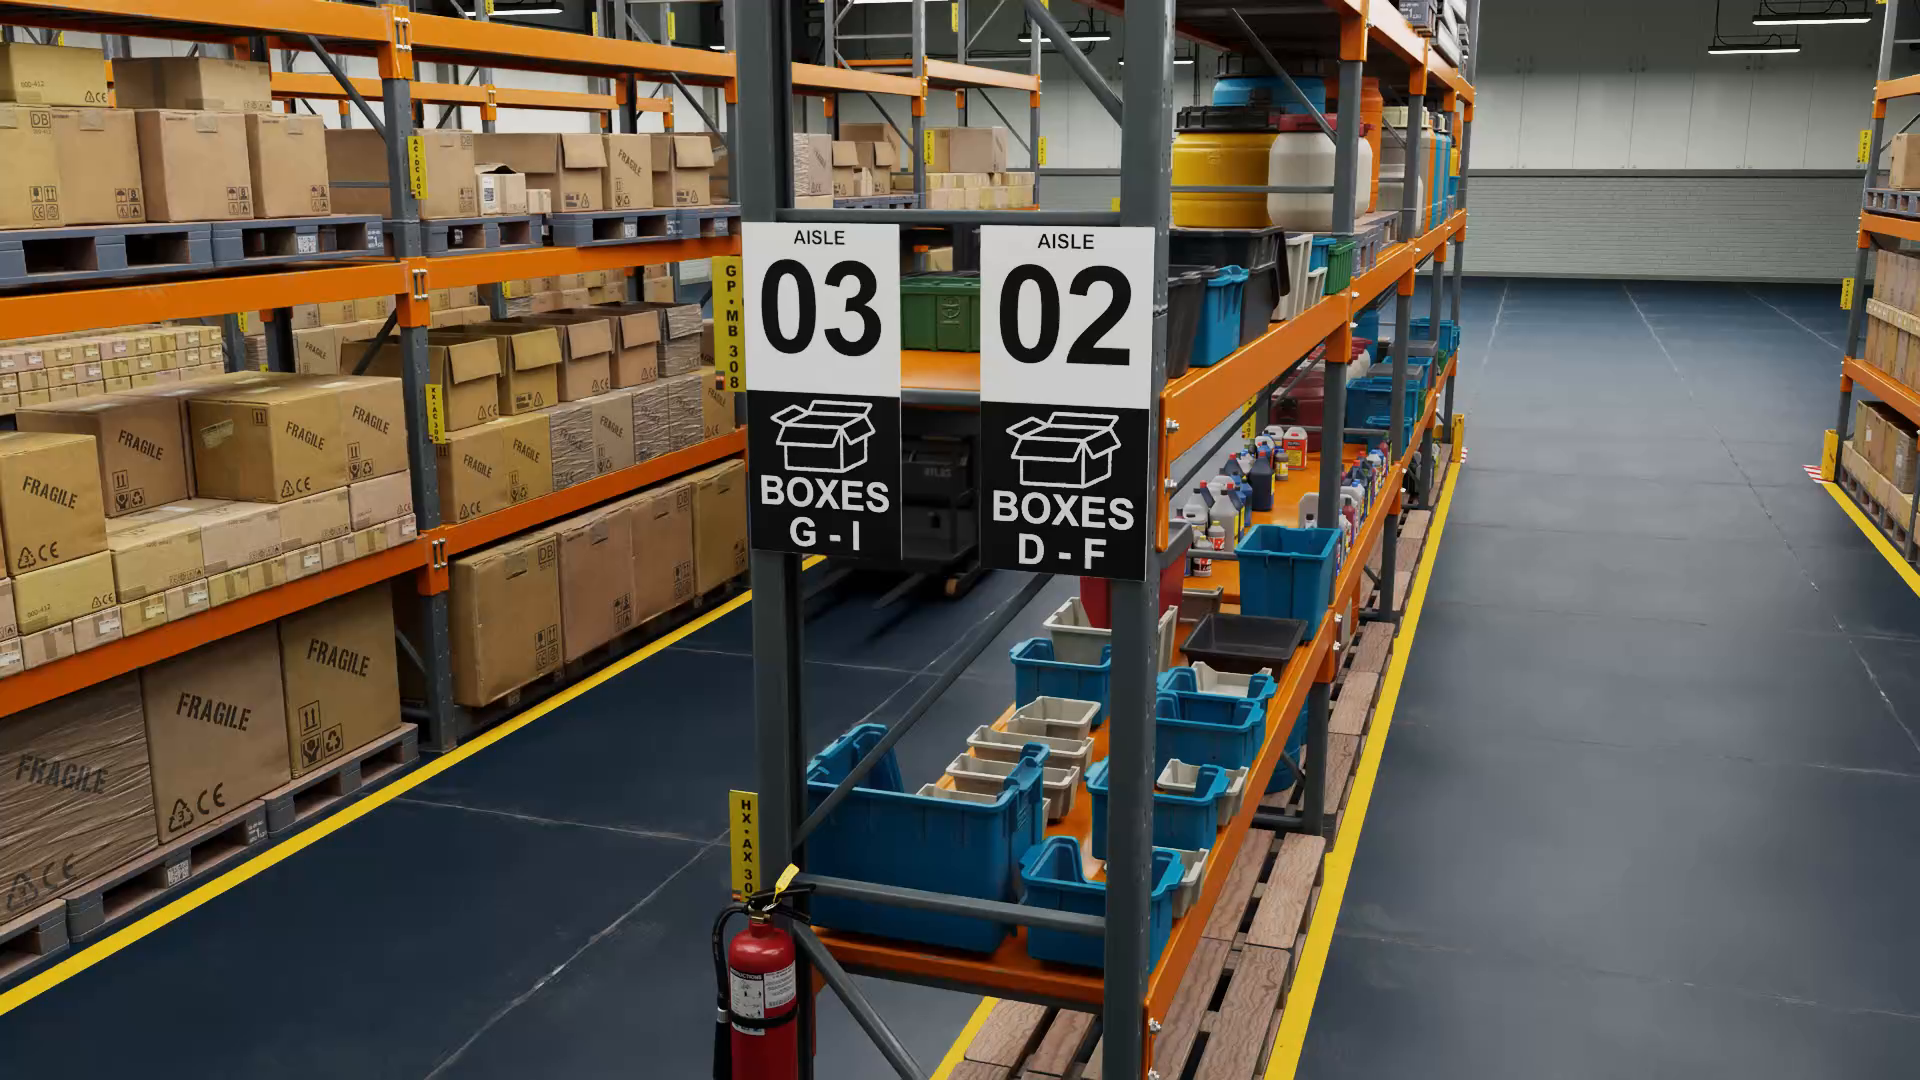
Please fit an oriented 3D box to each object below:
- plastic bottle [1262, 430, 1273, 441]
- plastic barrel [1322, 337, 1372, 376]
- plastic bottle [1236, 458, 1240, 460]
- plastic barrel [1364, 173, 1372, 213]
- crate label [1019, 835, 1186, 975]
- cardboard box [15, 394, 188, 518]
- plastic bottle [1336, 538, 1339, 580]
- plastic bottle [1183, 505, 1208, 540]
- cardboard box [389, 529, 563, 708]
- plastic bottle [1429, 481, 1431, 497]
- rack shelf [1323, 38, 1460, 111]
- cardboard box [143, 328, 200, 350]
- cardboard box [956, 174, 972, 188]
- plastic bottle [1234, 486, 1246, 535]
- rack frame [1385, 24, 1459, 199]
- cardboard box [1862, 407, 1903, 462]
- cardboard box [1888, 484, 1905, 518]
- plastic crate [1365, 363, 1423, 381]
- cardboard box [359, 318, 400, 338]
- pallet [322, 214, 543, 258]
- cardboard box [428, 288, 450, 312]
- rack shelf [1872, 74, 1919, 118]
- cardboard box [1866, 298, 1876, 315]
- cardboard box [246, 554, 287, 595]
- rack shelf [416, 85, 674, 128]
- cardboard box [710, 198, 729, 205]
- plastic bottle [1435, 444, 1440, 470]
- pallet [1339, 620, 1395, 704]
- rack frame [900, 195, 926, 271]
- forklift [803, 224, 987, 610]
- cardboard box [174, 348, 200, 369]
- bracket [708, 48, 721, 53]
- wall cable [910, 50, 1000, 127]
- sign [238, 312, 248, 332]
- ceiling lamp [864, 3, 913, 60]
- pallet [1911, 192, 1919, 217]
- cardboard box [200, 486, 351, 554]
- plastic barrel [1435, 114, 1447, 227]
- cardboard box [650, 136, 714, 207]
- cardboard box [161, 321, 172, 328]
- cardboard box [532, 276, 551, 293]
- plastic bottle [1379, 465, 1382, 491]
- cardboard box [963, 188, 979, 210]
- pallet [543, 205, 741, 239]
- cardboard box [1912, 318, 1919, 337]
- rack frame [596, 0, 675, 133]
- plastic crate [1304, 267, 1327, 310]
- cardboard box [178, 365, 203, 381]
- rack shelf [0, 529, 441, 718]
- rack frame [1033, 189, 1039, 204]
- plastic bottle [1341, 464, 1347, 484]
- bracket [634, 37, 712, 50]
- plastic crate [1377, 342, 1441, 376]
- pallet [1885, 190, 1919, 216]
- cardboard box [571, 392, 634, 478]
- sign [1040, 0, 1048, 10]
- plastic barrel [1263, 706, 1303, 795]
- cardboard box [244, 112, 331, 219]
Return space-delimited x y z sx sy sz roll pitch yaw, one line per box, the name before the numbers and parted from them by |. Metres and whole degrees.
plastic bottle | 2.055 -0.605 11.188 0.097 0.271 0.097 0 13 0
plastic barrel | 3.341 -1.481 14.430 0.433 0.535 0.433 0 13 0
plastic bottle | 1.681 -0.362 10.122 0.097 0.271 0.097 0 13 0
plastic barrel | 2.356 -2.122 10.168 0.301 0.262 0.301 0 13 0
crate label | 0.367 0.950 4.325 0.416 0.233 0.303 4 14 18
cardboard box | -4.144 -0.415 8.047 0.500 0.500 0.500 4 13 17
plastic bottle | 1.835 0.066 8.219 0.061 0.283 0.133 4 14 18
plastic bottle | 1.210 -0.039 8.695 0.152 0.276 0.135 4 14 18
cardboard box | -3.229 0.422 10.228 1.225 0.875 0.875 4 14 19
plastic bottle | 4.409 -0.508 15.770 0.097 0.201 0.097 0 13 0
rack shelf | 3.211 -3.558 12.871 1.077 0.370 4.000 4 14 18
cardboard box | -6.591 -1.677 13.876 0.380 0.149 0.250 4 14 18
cardboard box | -0.095 -3.808 17.631 0.380 0.149 0.250 4 13 17
plastic bottle | 1.540 -0.166 9.263 0.097 0.271 0.097 0 13 0
rack frame | 3.858 -4.525 14.591 1.000 3.000 0.127 4 14 18
cardboard box | 9.145 -1.006 16.207 0.500 0.500 0.500 4 14 18
cardboard box | 8.658 -0.325 14.907 0.500 0.250 0.500 4 14 18
plastic crate | 3.376 -1.108 12.956 0.402 0.464 0.583 4 14 18
cardboard box | -5.894 -1.935 16.501 0.500 0.500 0.500 4 14 18
pallet | -3.167 -1.838 9.990 0.805 0.209 1.217 4 13 16
cardboard box | -5.808 -2.658 17.421 0.700 0.500 0.500 4 13 17
rack shelf | 9.191 -4.043 14.995 1.077 0.370 4.000 4 14 18
cardboard box | 9.507 -2.383 17.005 0.380 0.149 0.250 4 14 18
cardboard box | -3.538 0.154 8.135 0.380 0.149 0.250 5 14 19
rack shelf | -4.842 -5.136 19.781 1.077 0.370 4.000 4 14 18
cardboard box | -1.730 -2.585 13.167 0.500 0.250 0.500 5 14 19
plastic bottle | 4.866 -0.860 17.146 0.152 0.276 0.135 4 14 19
pallet | 2.348 0.770 11.139 1.003 0.211 1.213 4 14 18
rack frame | -0.828 -1.957 16.821 1.000 3.000 0.127 4 14 18
forklift | -0.440 -1.065 13.066 1.130 2.935 3.031 4 13 17
cardboard box | -6.597 -1.527 13.891 0.380 0.149 0.250 5 14 21
bracket | -6.720 -13.408 45.418 0.235 0.232 0.430 4 14 18
wall cable | -0.216 -14.308 53.079 3.097 2.526 0.112 4 14 18
sign | -6.266 -1.982 14.506 0.100 0.325 0.005 4 14 18
ceiling lamp | -1.737 -14.719 46.136 2.000 3.185 0.800 4 14 18
pallet | 8.795 -2.844 14.164 1.003 0.211 1.213 4 14 18
cardboard box | -3.476 -0.123 8.457 0.500 0.250 0.500 5 14 20
plastic barrel | 3.687 -3.047 13.728 0.600 0.901 0.600 0 13 0
cardboard box | -2.252 -2.699 12.154 0.797 0.503 0.637 5 14 22
cardboard box | -9.800 -2.591 20.164 0.380 0.149 0.250 4 14 18
cardboard box | -5.269 -3.134 19.216 0.875 0.550 0.550 4 14 18
plastic bottle | 2.613 -0.412 10.500 0.097 0.201 0.097 0 13 0
cardboard box | -0.103 -3.638 17.783 0.500 0.250 0.500 4 13 16
pallet | -2.281 -2.346 12.208 1.213 0.211 1.003 5 14 21
cardboard box | 8.760 -1.895 14.866 0.380 0.149 0.250 4 14 18
rack frame | -4.195 -6.102 21.501 1.000 3.000 0.127 4 14 18
plastic crate | 1.218 -0.955 6.281 0.293 0.136 0.466 4 14 18
cardboard box | -6.590 -1.386 13.942 0.380 0.149 0.250 4 14 18
rack shelf | -4.064 0.499 7.676 1.077 0.370 4.000 4 14 18
rack frame | 0.466 -2.799 20.511 1.000 3.000 0.127 4 14 18
plastic bottle | 2.271 -0.316 9.895 0.061 0.283 0.133 4 14 18
bracket | -7.554 -12.865 43.041 0.076 0.066 4.783 4 14 18
plastic crate | 4.148 -1.671 15.708 0.767 0.338 0.504 4 14 18
pallet | 9.192 -3.100 15.285 1.003 0.211 1.213 4 14 18
cardboard box | -2.545 -0.721 11.179 0.500 0.500 0.500 5 14 19
sign | 0.984 -6.212 19.528 0.100 0.325 0.005 4 14 18
plastic barrel | 1.462 0.789 8.562 0.600 0.901 0.708 4 14 18
cardboard box | -3.613 -1.868 8.298 0.700 0.500 0.500 4 13 15
